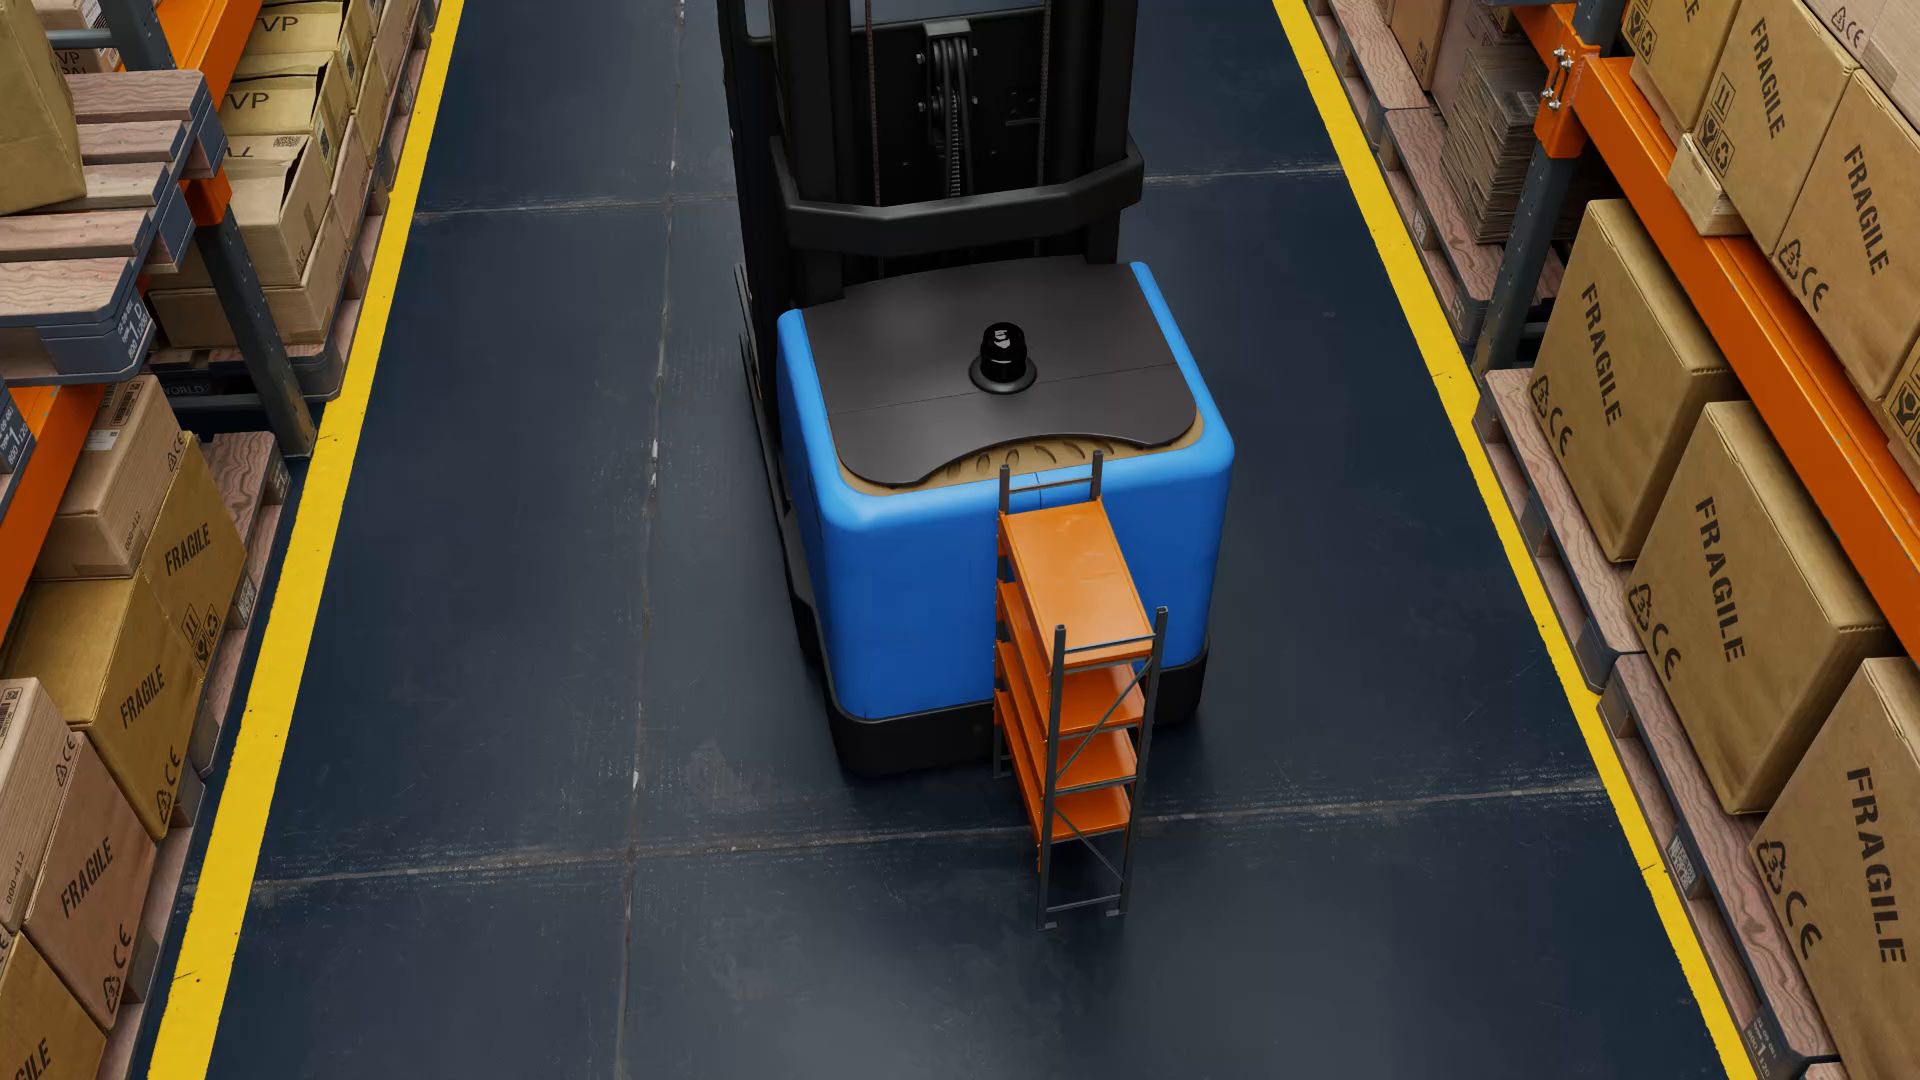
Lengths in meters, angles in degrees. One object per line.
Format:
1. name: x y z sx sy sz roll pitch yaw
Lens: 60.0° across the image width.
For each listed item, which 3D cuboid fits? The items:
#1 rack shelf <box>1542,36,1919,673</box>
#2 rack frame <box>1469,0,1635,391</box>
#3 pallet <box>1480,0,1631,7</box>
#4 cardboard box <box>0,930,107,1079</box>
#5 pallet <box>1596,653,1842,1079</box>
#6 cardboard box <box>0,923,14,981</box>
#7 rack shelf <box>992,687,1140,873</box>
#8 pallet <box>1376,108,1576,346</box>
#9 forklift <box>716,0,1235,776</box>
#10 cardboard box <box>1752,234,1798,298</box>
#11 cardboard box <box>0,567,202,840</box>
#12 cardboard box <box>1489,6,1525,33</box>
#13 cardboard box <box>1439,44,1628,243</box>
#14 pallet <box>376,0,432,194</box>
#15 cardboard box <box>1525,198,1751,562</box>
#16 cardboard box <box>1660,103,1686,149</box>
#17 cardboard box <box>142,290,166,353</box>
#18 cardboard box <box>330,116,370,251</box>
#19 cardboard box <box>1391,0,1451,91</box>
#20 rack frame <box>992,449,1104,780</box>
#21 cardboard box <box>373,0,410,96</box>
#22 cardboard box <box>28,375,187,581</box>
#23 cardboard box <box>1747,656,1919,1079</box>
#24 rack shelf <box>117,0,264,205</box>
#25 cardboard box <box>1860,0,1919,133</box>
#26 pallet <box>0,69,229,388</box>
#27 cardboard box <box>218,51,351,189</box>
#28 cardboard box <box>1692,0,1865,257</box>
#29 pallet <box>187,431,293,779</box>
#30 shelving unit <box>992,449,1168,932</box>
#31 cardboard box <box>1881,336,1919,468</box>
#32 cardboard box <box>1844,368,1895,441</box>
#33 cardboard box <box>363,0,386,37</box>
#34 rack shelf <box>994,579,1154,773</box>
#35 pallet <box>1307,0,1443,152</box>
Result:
1. rack shelf: 2.453 0.077 3.606 1.077 0.370 4.000 -3 47 -3
2. rack frame: 2.286 -1.617 4.716 1.000 3.000 0.127 -3 47 -3
3. pallet: 2.120 -2.060 5.267 1.213 0.211 1.003 -3 47 -3
4. cardboard box: -2.203 1.177 3.488 0.500 0.500 0.500 -3 47 -3
5. pallet: 2.376 0.797 4.349 1.003 0.211 1.213 -3 47 -3
6. cardboard box: -2.197 0.943 3.193 0.500 0.250 0.500 -3 47 -3
7. rack shelf: 0.262 0.584 4.236 0.258 0.148 0.480 -9 47 -9
8. pallet: 2.222 -1.224 6.264 1.003 0.211 1.213 -3 47 -3
9. forklift: -0.137 -1.454 4.608 1.130 2.935 3.031 -9 47 -9
10. cardboard box: 2.177 -0.731 4.035 0.380 0.149 0.250 -4 47 -4
11. cardboard box: -2.295 0.432 4.194 0.500 0.500 0.500 -5 47 -5
12. cardboard box: 2.188 -2.101 6.076 0.500 0.250 0.500 -3 47 -3
13. cardboard box: 2.174 -1.427 5.954 0.700 0.500 0.500 -3 47 -3
14. pallet: -2.779 -1.833 6.841 1.003 0.211 1.213 -3 47 -3
15. cardboard box: 2.217 -0.482 4.832 0.750 0.750 0.750 -4 47 -4
16. cardboard box: 2.095 -1.102 4.387 0.380 0.149 0.250 -3 47 -3
17. cardboard box: -2.937 -0.878 5.620 0.500 0.250 0.500 -2 47 -2
18. cardboard box: -2.444 -1.273 5.994 0.500 0.250 0.500 -5 47 -4
19. cardboard box: 2.176 -2.164 6.652 0.700 0.500 0.500 -4 47 -4
20. rack frame: 0.208 0.229 4.207 0.240 1.200 0.015 -9 47 -9
21. cardboard box: -2.536 -2.019 6.701 0.500 0.250 0.500 -3 47 -2
22. cardboard box: -2.329 -0.160 4.238 0.500 0.250 0.500 -2 47 -2
23. cardboard box: 2.359 0.766 3.650 0.750 0.750 0.750 -2 47 -2
24. rack shelf: -2.818 -2.513 6.059 1.077 0.370 4.000 -3 47 -3
25. cardboard box: 2.158 -0.924 3.255 0.500 0.250 0.500 -3 47 -3
26. pallet: -2.524 -0.761 4.037 1.213 0.211 1.003 -3 47 -3
27. cardboard box: -2.454 -1.481 5.805 0.500 0.311 0.500 -5 47 -4
28. cardboard box: 2.106 -1.014 3.857 0.500 0.500 0.500 -2 47 -2
29. pallet: -2.625 0.188 4.927 1.003 0.211 1.213 -3 47 -3
30. shelving unit: 0.262 0.402 4.043 0.258 1.200 0.503 -9 47 -9
31. cardboard box: 2.198 -0.279 3.161 0.500 0.500 0.500 -2 47 -2
32. cardboard box: 2.218 -0.356 3.681 0.380 0.149 0.250 -3 47 -3
33. cardboard box: -2.538 -2.222 6.507 0.500 0.311 0.500 -4 47 -4
34. rack shelf: 0.262 0.294 3.930 0.258 0.148 0.480 -9 47 -9
35. pallet: 2.123 -2.104 7.098 1.003 0.211 1.213 -3 47 -3
